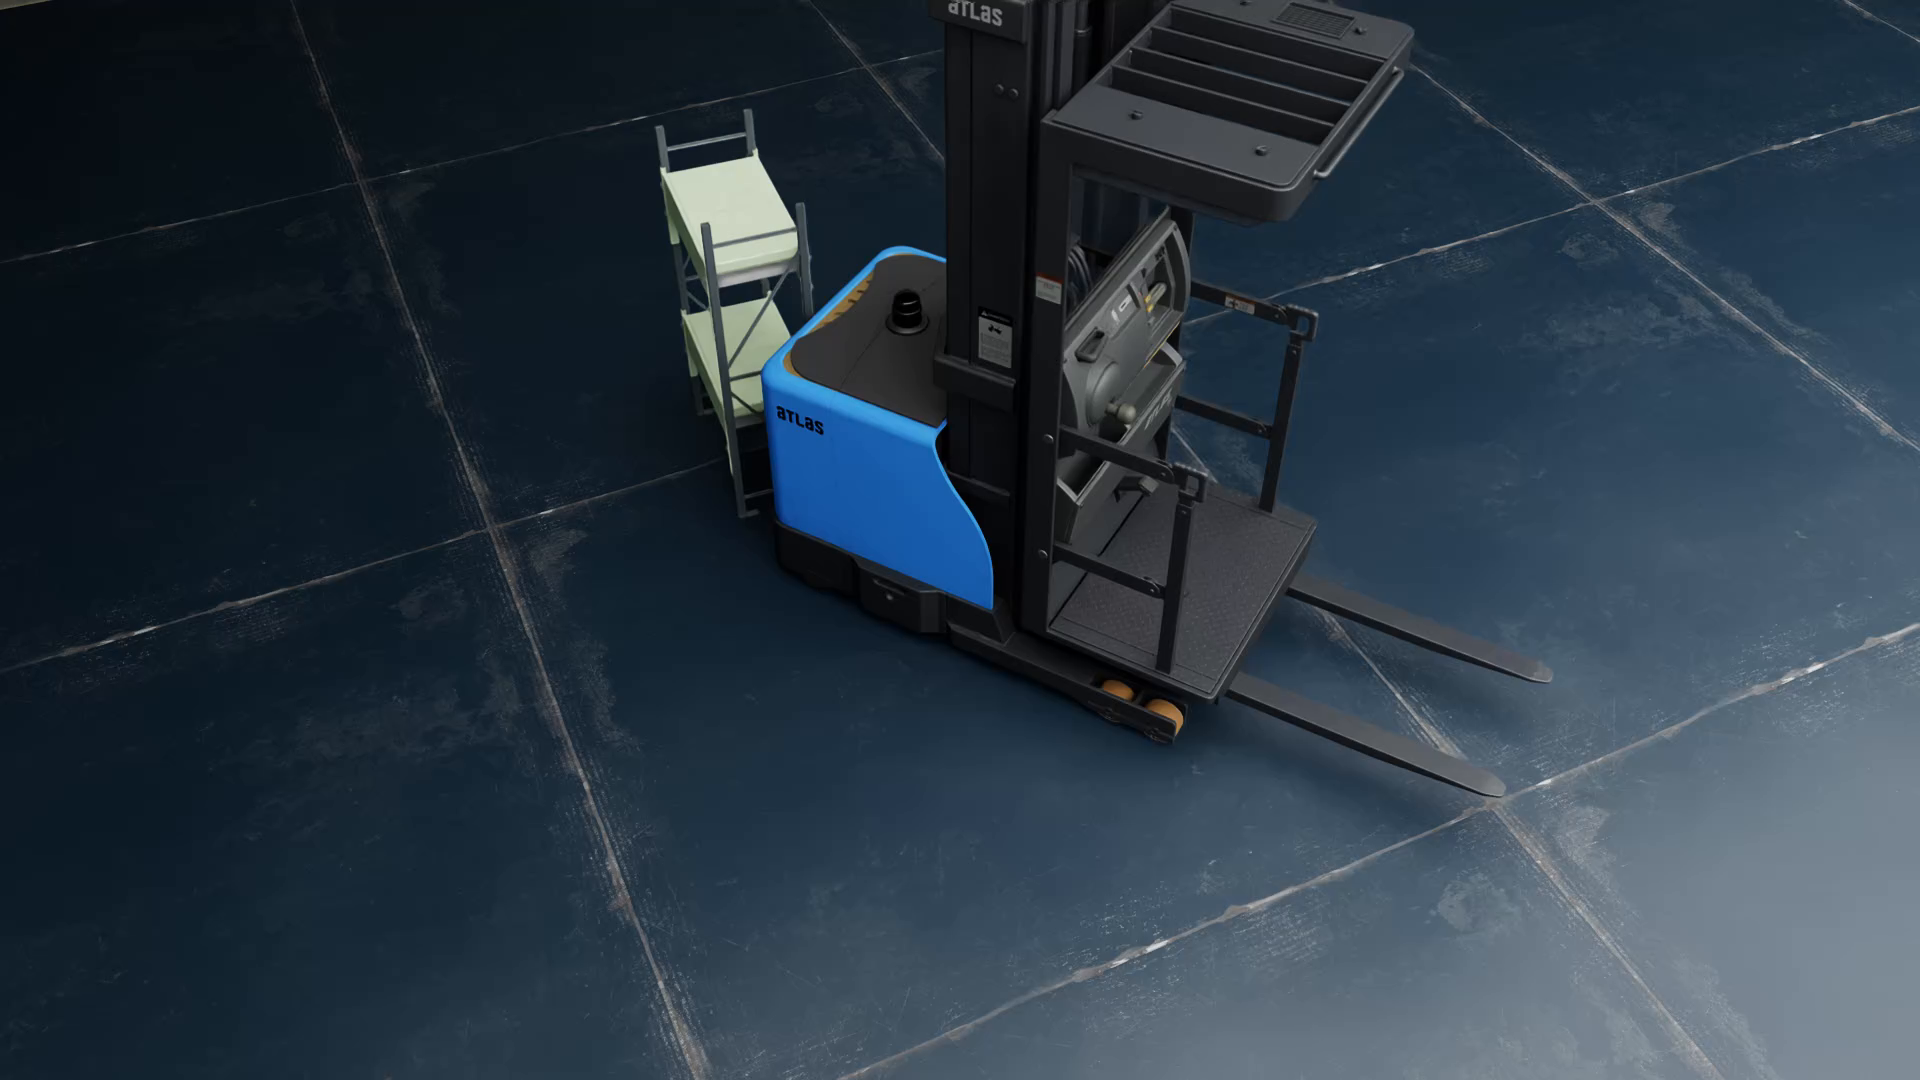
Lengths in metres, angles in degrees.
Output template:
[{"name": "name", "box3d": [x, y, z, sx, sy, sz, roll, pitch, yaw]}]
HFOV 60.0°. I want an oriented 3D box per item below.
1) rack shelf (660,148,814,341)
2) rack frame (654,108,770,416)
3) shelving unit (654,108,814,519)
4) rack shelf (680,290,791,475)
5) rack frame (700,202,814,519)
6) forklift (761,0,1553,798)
[{"name": "rack shelf", "box3d": [-0.904, -1.202, 6.714, 0.431, 0.370, 0.720, -15, 47, -15]}, {"name": "rack frame", "box3d": [-1.034, -1.165, 7.231, 0.400, 1.500, 0.023, -15, 47, -15]}, {"name": "shelving unit", "box3d": [-0.904, -0.924, 6.988, 0.431, 1.500, 0.755, -15, 47, -15]}, {"name": "rack shelf", "box3d": [-0.904, -0.692, 7.217, 0.431, 0.370, 0.720, -15, 47, -15]}, {"name": "rack frame", "box3d": [-0.774, -0.684, 6.744, 0.400, 1.500, 0.023, -15, 47, -15]}, {"name": "forklift", "box3d": [0.767, -0.705, 5.746, 3.031, 2.935, 1.130, 22, 49, 21]}]
